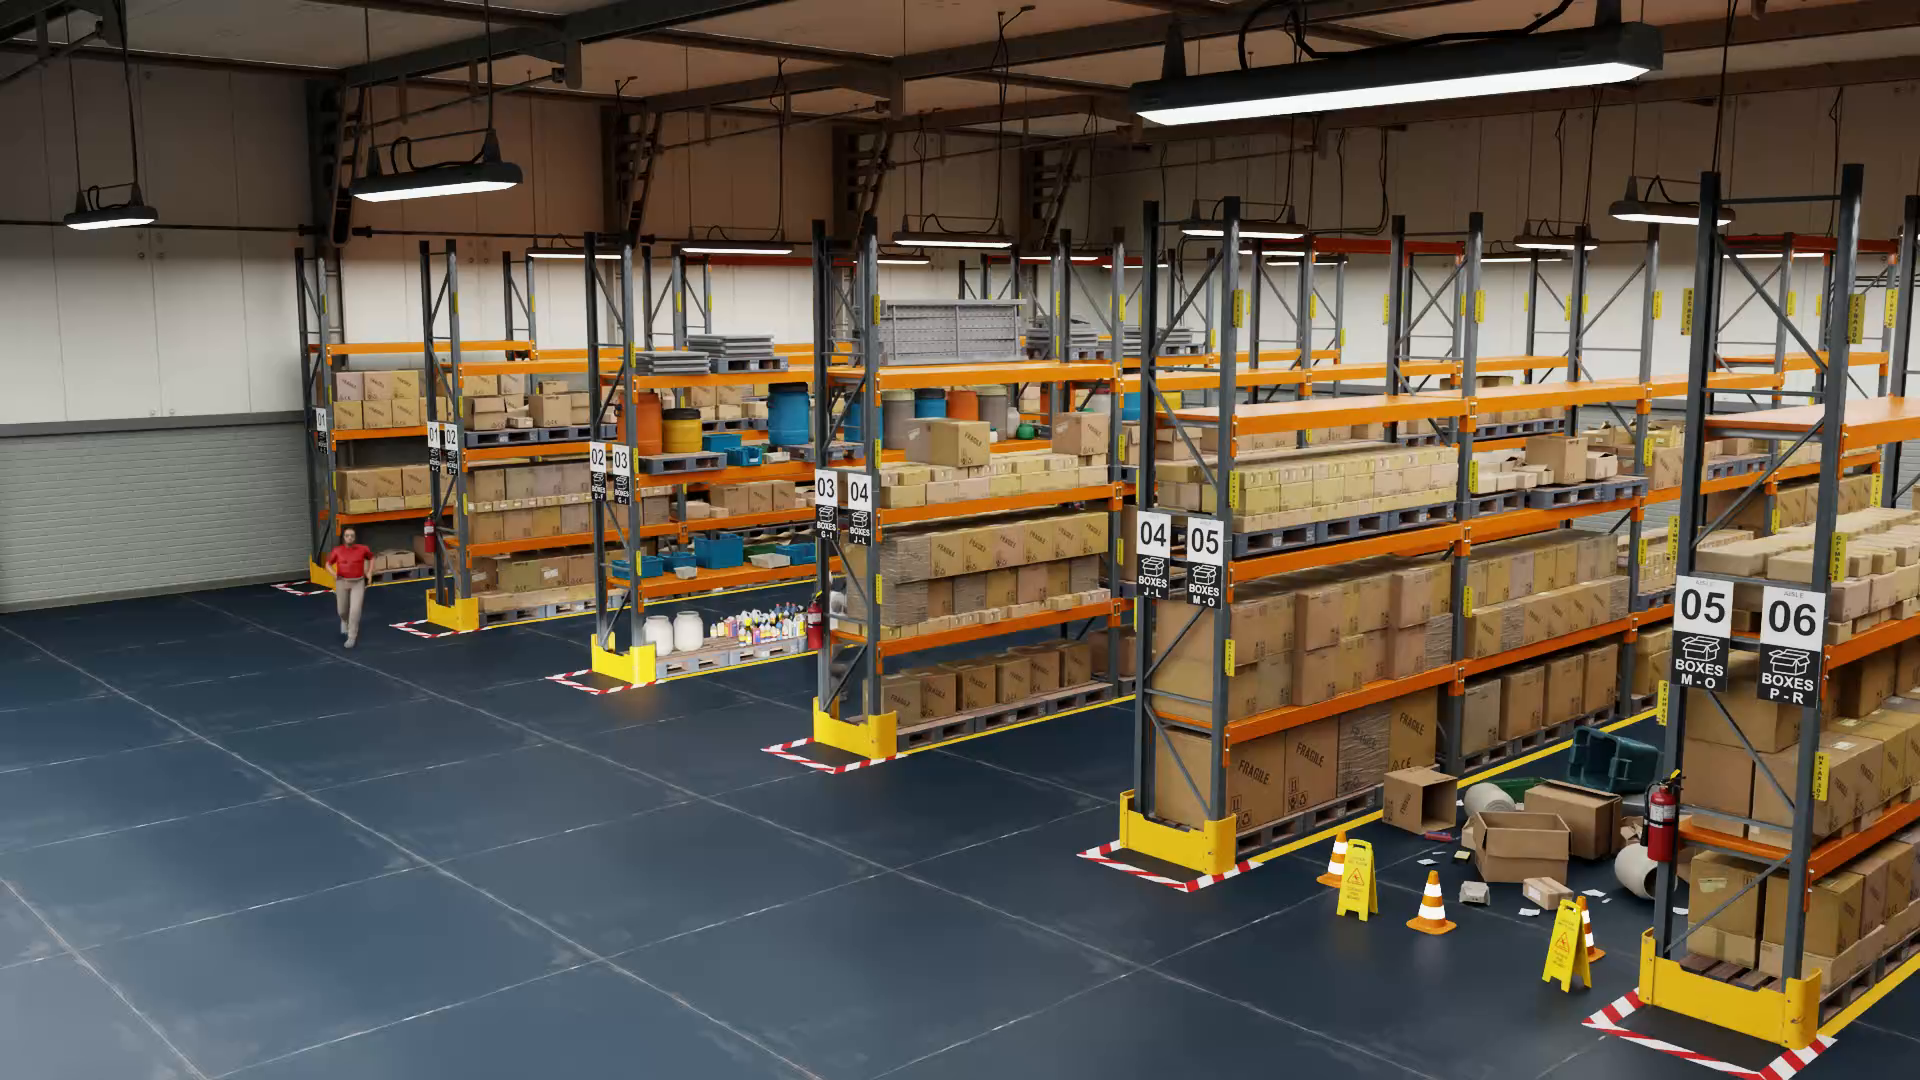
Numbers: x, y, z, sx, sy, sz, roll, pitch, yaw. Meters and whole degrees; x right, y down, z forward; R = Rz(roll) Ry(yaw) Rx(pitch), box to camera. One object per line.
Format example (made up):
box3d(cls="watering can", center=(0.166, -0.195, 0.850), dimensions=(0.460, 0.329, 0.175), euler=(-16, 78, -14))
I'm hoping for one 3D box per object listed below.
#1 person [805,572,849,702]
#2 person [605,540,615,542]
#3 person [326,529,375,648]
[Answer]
box3d(cls="person", center=(-1.673, 1.242, 21.061), dimensions=(0.691, 1.720, 0.630), euler=(7, 11, 39))
box3d(cls="person", center=(-6.394, -0.134, 30.510), dimensions=(0.680, 1.680, 0.734), euler=(6, 10, 36))
box3d(cls="person", center=(-9.103, 0.685, 24.872), dimensions=(0.695, 1.721, 0.982), euler=(-2, 9, -16))
